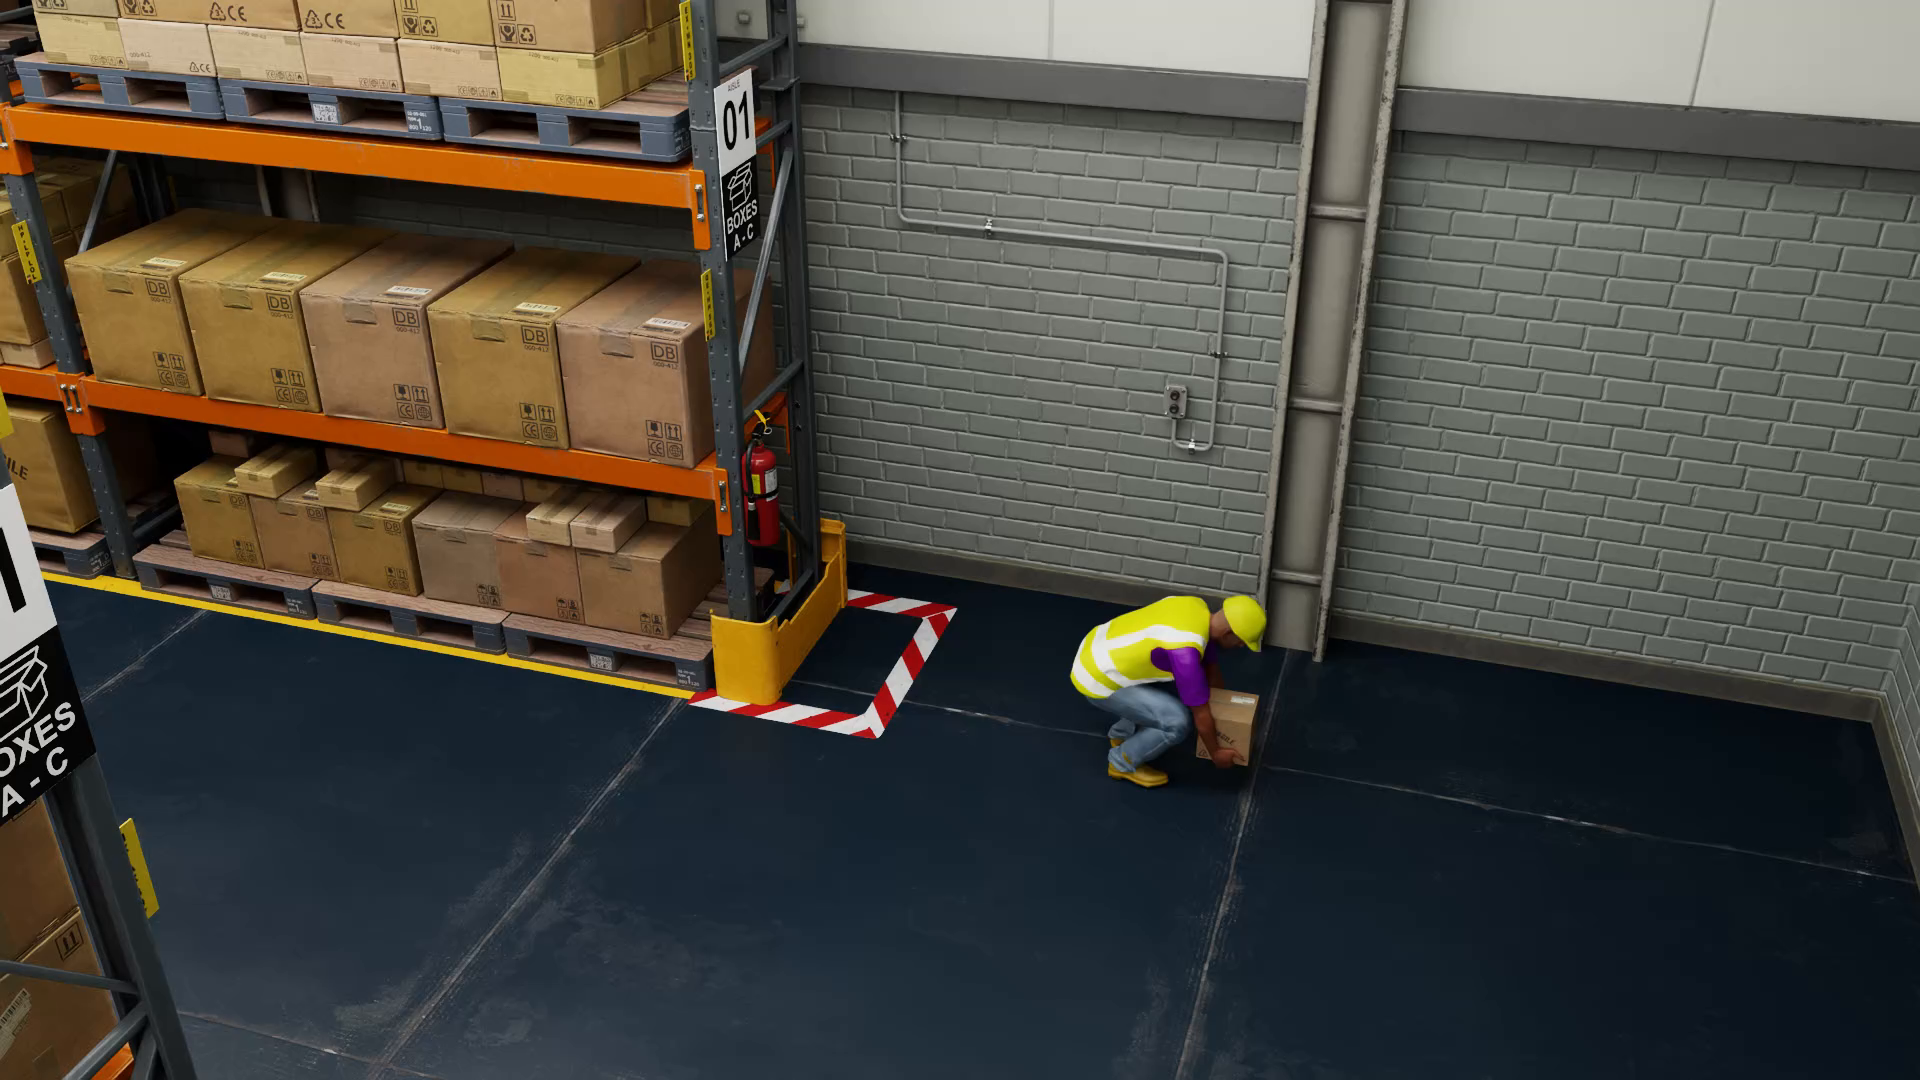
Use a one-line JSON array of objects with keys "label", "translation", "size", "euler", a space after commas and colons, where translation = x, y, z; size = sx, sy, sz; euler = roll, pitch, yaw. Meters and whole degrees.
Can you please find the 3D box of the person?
[{"label": "person", "translation": [0.994, 0.678, 8.042], "size": [0.897, 1.017, 0.537], "euler": [8, 30, 14]}]
